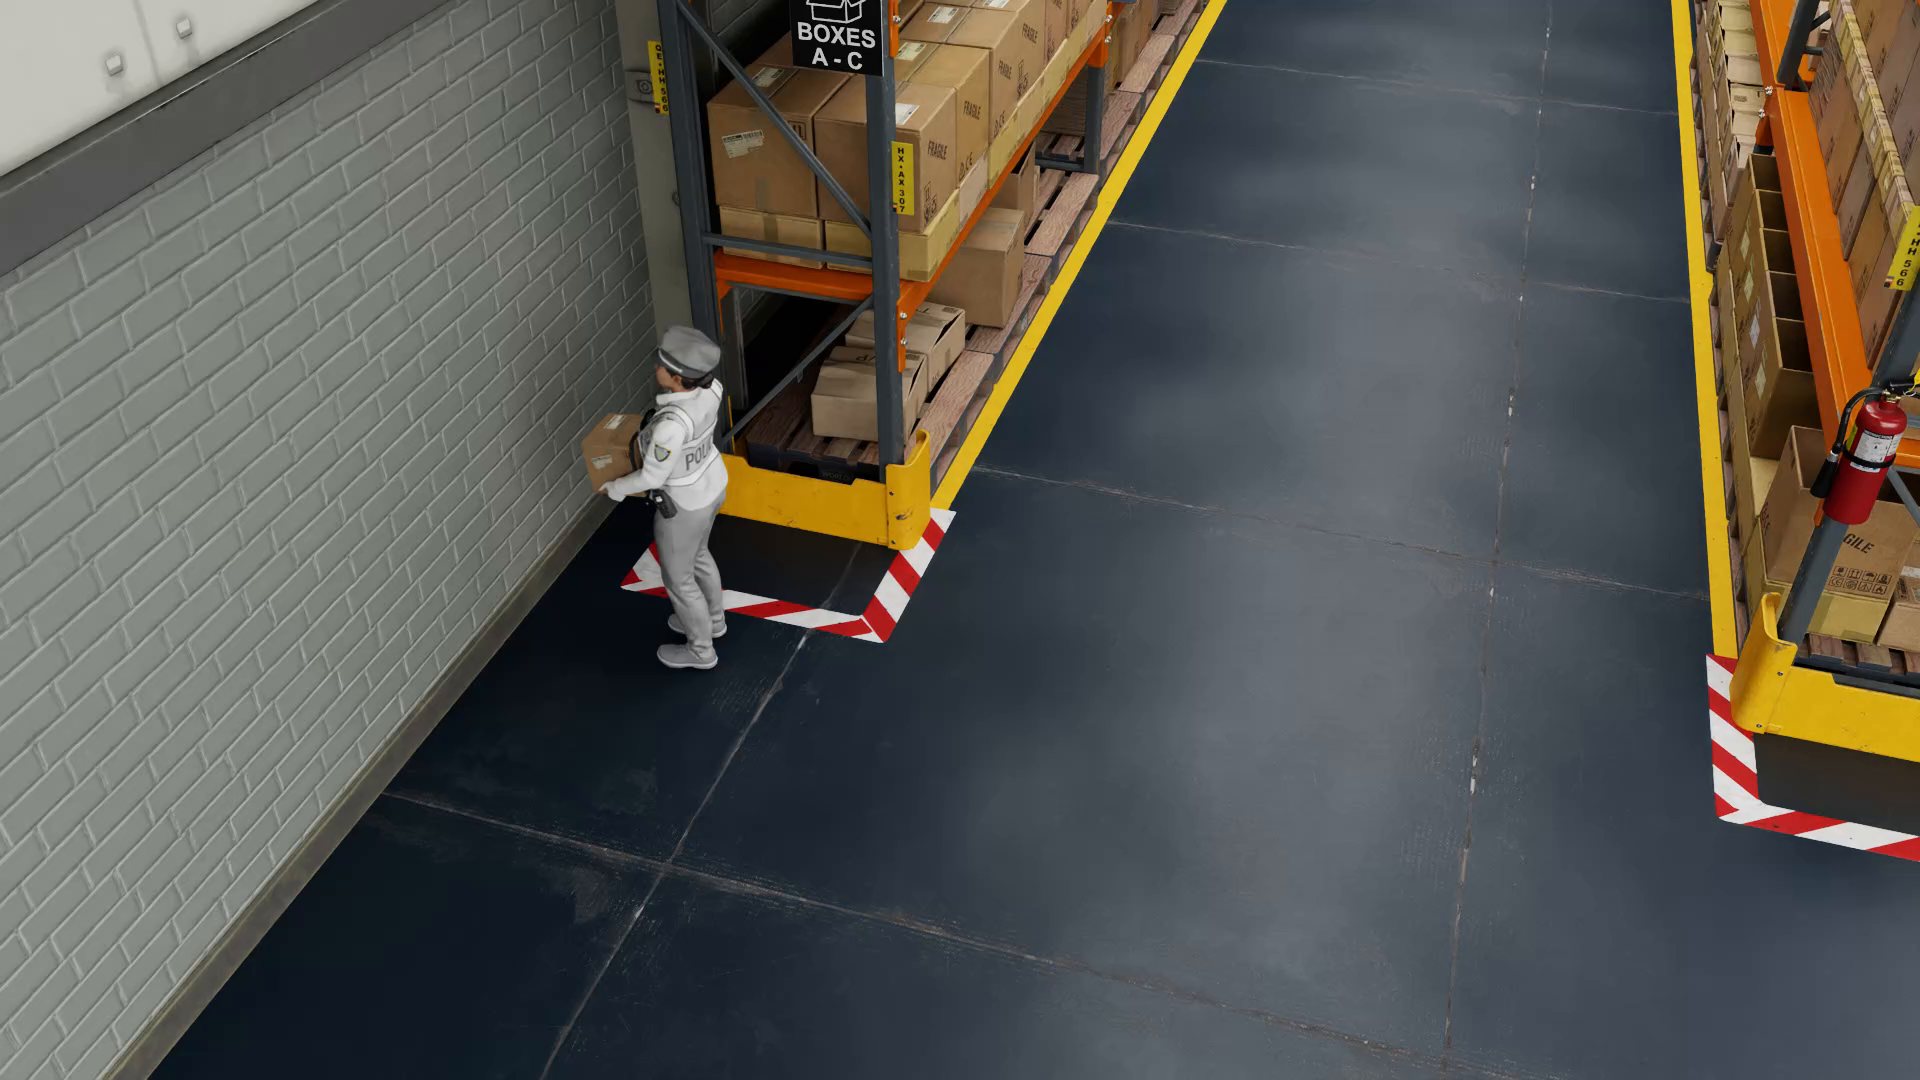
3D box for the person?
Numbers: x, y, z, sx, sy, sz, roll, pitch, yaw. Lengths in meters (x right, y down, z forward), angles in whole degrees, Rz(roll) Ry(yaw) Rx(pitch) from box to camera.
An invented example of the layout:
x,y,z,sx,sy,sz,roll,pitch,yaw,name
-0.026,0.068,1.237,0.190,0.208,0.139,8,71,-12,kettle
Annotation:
x,y,z,sx,sy,sz,roll,pitch,yaw,name
-1.226,-0.190,7.118,0.557,1.686,0.460,11,39,14,person
